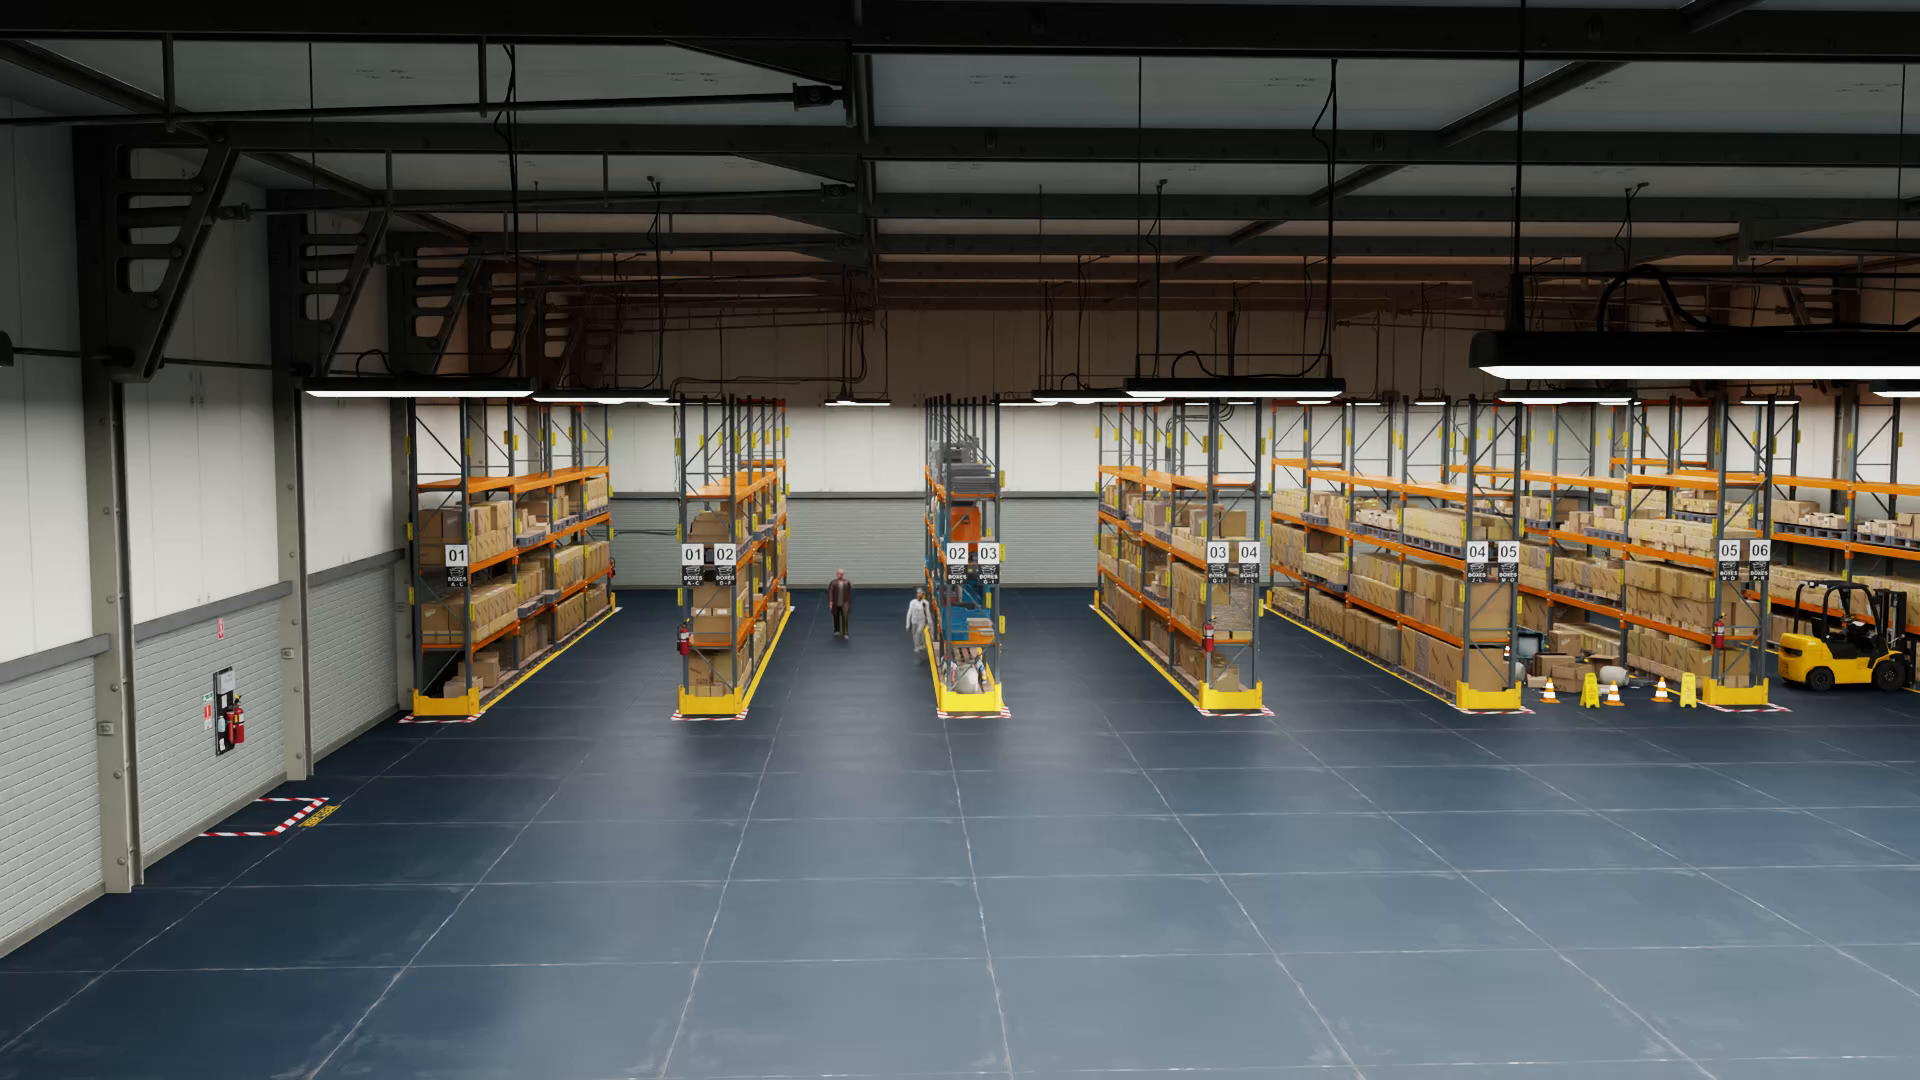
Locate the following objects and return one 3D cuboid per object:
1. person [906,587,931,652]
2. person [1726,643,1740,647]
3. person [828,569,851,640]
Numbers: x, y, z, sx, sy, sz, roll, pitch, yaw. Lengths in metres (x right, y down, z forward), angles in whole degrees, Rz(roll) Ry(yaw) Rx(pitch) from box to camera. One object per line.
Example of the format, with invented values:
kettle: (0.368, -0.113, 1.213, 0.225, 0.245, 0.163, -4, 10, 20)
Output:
person: (-0.932, 1.781, 37.365, 0.513, 1.457, 1.059, 1, 5, 17)
person: (16.963, 2.076, 36.290, 0.488, 1.576, 0.582, -2, 5, -23)
person: (-2.974, 1.580, 41.160, 0.588, 1.715, 1.128, -1, 5, -7)
